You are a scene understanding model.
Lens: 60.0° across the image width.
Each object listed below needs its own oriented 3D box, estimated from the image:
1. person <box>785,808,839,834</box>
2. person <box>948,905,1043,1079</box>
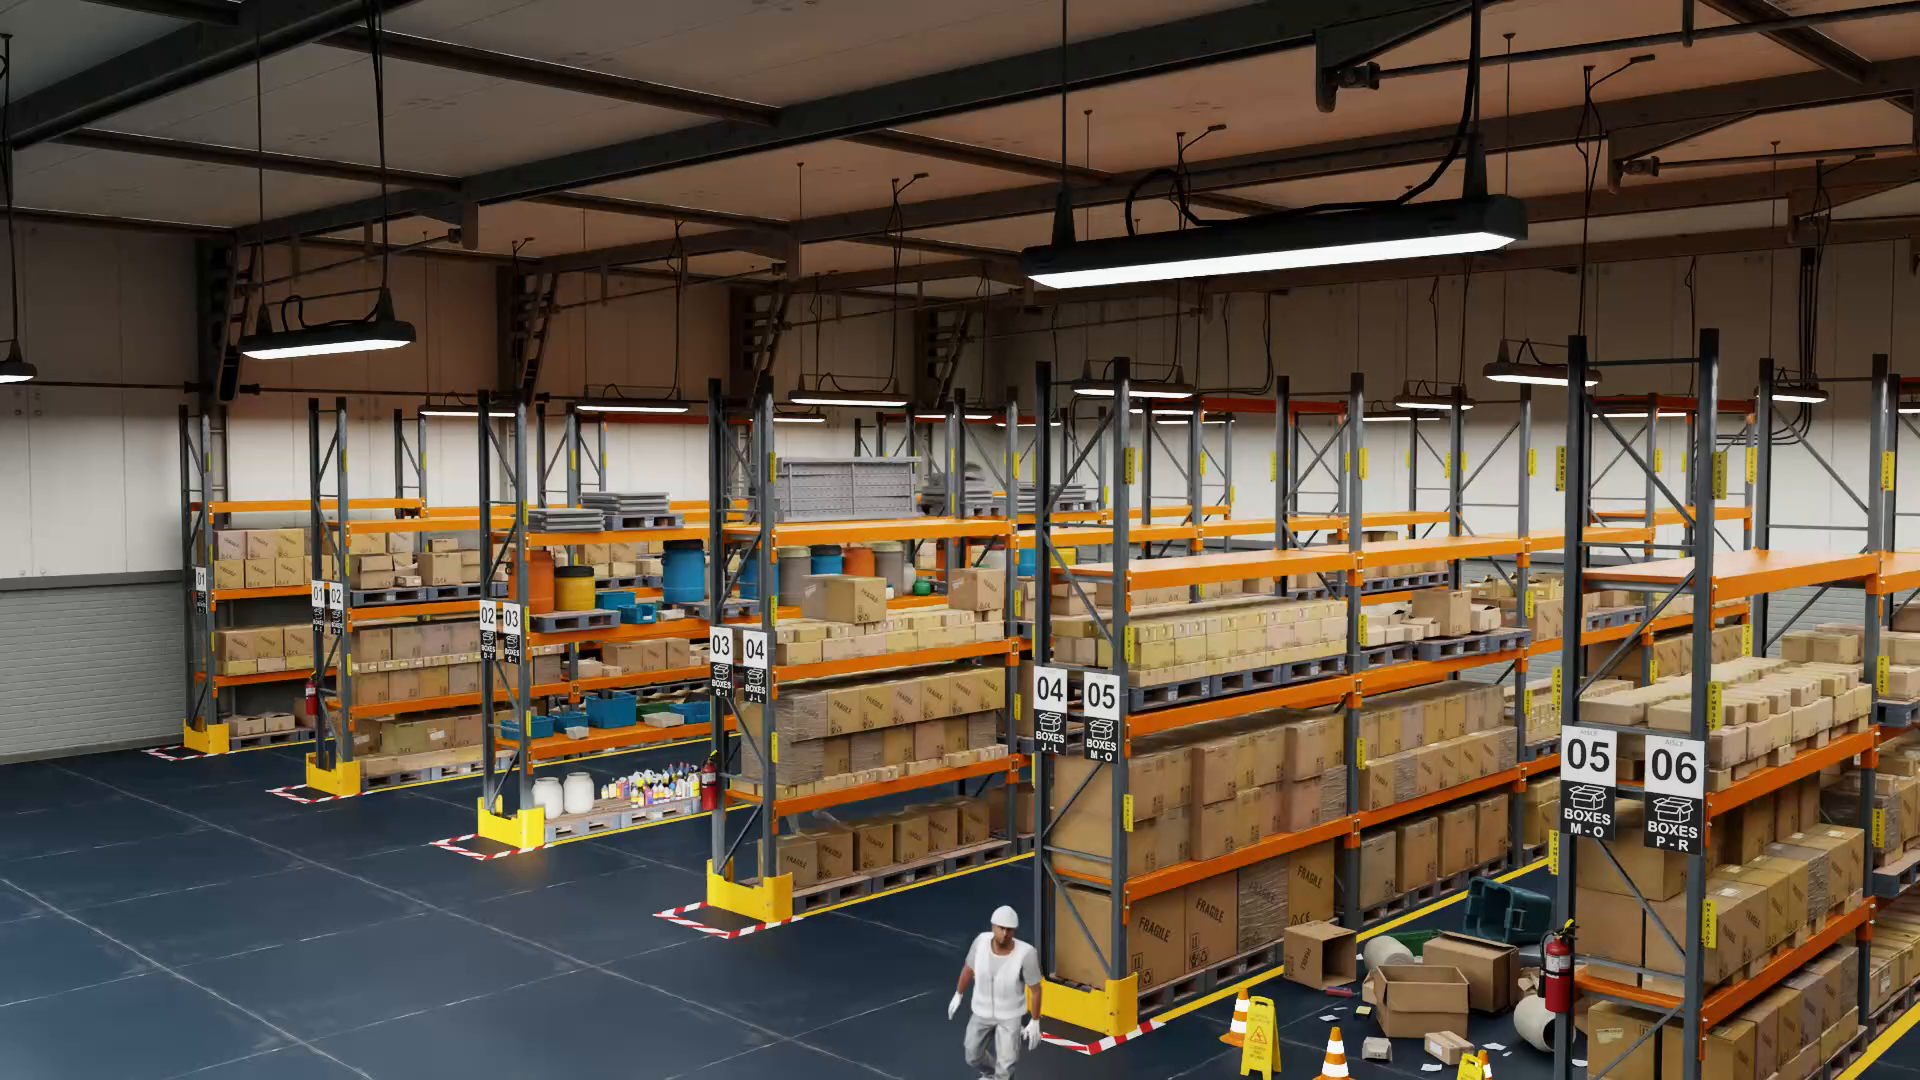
[{"bbox_3d":[-1.969,3.403,21.734,1.047,1.255,0.543,-2,3,-28],"label":"person"},{"bbox_3d":[0.297,3.621,12.858,0.775,1.728,0.777,1,3,16],"label":"person"}]
